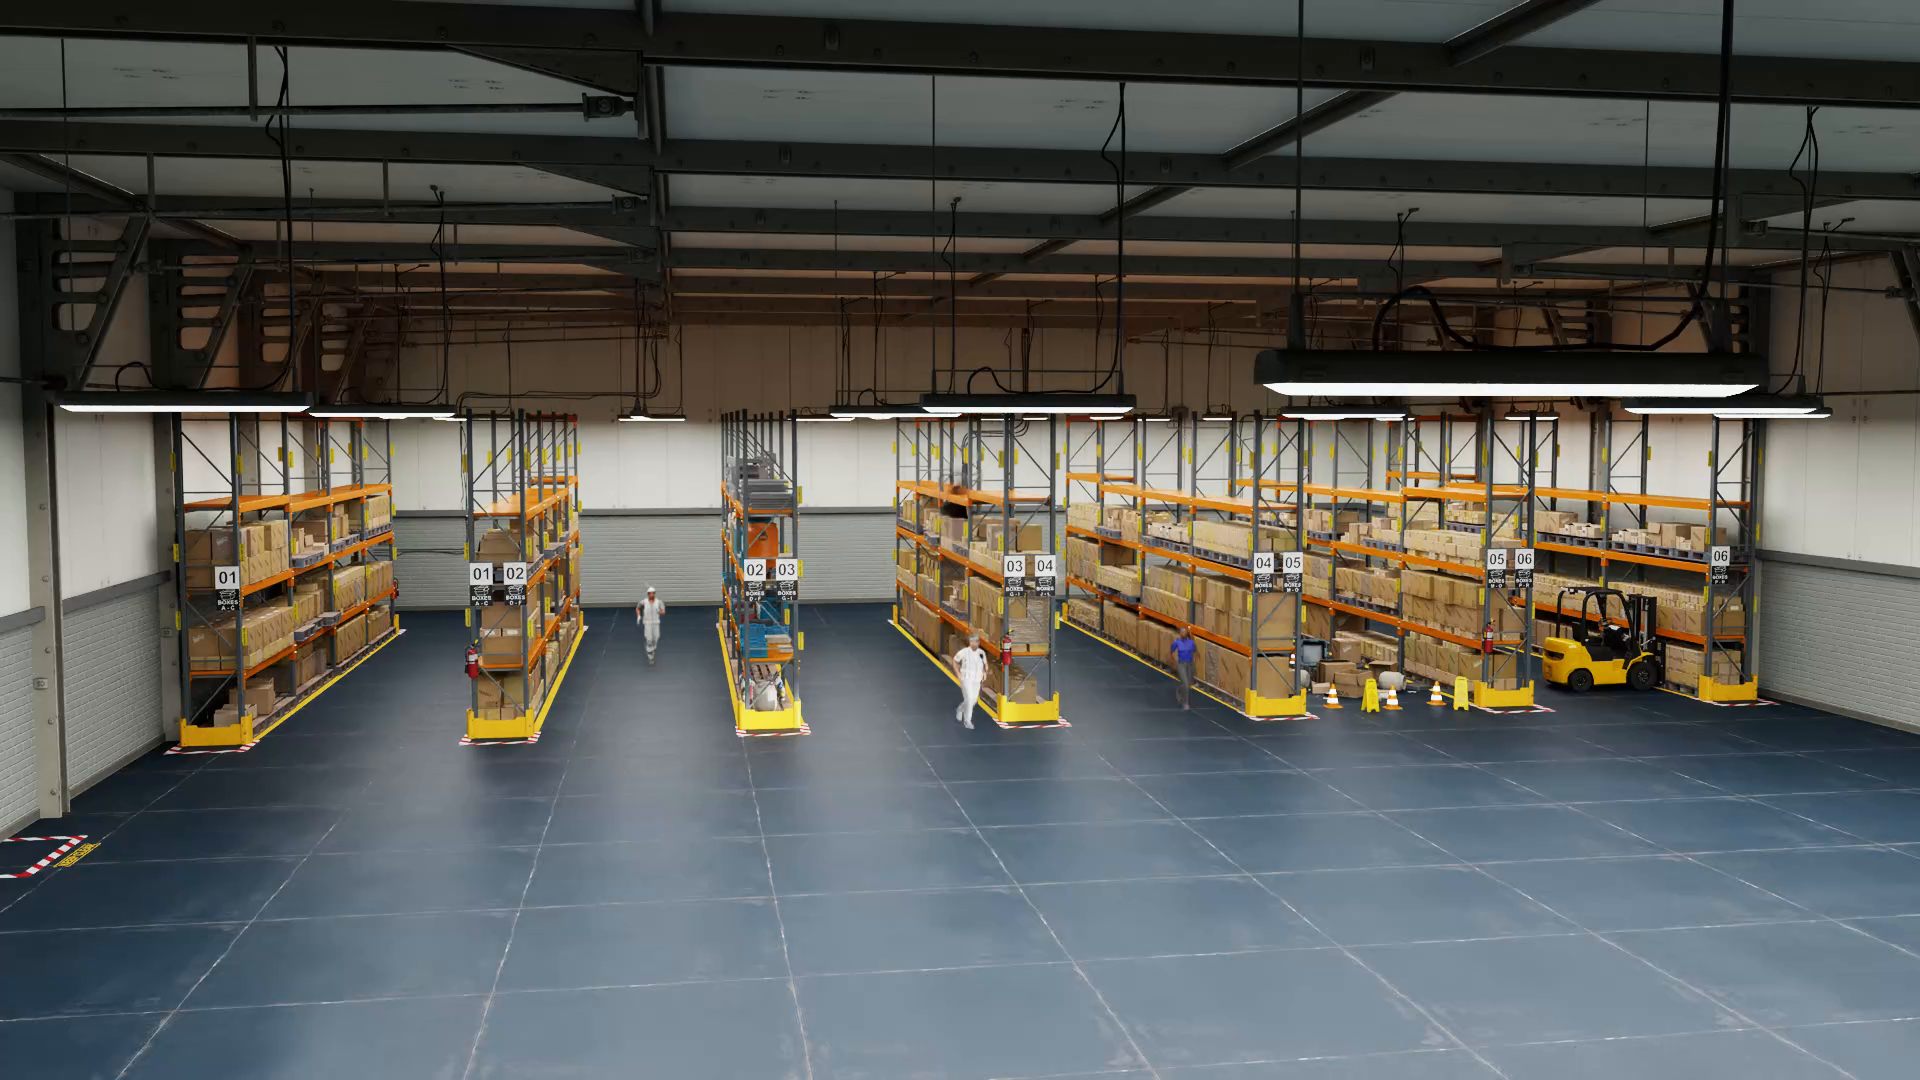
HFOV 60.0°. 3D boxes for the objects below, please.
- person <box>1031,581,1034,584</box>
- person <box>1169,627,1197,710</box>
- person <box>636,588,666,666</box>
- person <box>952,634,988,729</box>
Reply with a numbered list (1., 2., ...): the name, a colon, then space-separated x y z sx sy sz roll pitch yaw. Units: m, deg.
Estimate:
1. person: 1.764 1.581 48.033 0.710 1.589 0.507 2 4 25
2. person: 4.525 2.581 33.613 0.576 1.638 0.726 -1 4 -12
3. person: -7.363 2.035 39.703 0.655 1.810 0.925 -2 4 -23
4. person: 0.211 2.658 31.640 0.703 1.760 0.725 -2 5 -29
